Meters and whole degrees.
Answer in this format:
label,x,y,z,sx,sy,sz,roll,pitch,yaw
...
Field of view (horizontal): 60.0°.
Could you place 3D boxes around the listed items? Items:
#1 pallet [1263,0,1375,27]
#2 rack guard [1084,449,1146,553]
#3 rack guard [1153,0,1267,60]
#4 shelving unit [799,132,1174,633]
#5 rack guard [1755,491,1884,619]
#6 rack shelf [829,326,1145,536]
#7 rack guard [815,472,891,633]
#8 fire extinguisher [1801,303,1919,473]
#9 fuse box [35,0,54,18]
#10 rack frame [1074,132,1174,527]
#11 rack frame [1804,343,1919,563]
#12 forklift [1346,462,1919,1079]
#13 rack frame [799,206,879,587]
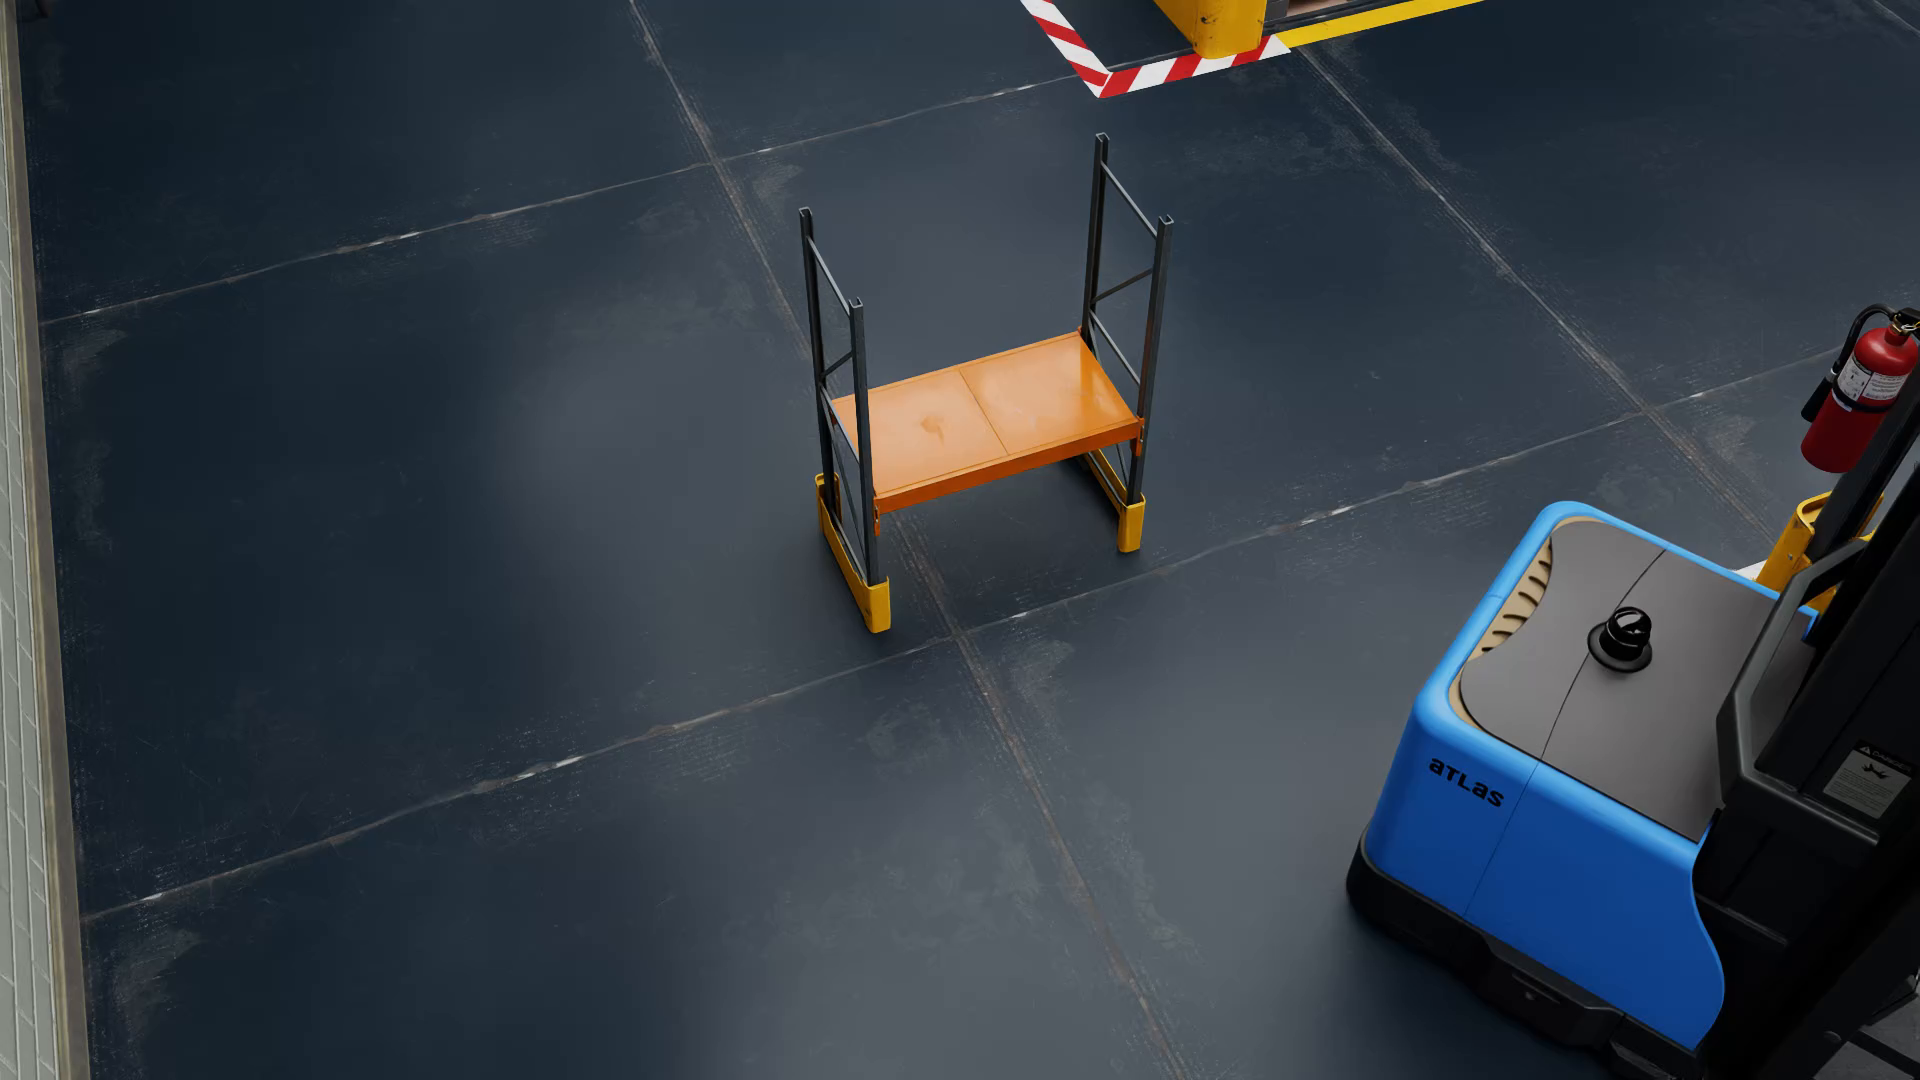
label,x,y,z,sx,sy,sz,roll,pitch,yaw
pallet,1.891,-3.206,8.864,1.213,0.211,1.003,-17,52,-14
rack guard,0.532,-0.246,6.297,0.087,0.250,0.587,-17,52,-14
rack guard,1.158,-3.009,8.505,0.348,0.500,1.175,-17,52,-14
shelving unit,0.071,-0.511,5.700,1.083,1.500,0.587,-17,52,-14
rack guard,3.216,0.410,5.568,0.348,0.500,1.175,-17,52,-14
rack shelf,0.079,-0.396,5.838,1.000,0.185,0.538,-17,52,-14
rack guard,-0.390,0.040,6.051,0.087,0.250,0.587,-17,52,-14
fire extinguisher,2.737,-0.488,4.989,0.183,0.674,0.296,-17,52,-14
fuse box,-4.691,-3.294,7.951,0.414,1.711,0.539,-17,52,-14
rack frame,0.550,-0.659,5.827,0.032,1.500,0.500,-17,52,-14
rack frame,3.145,-0.383,4.601,0.127,3.000,1.000,-17,52,-14
forklift,2.702,0.558,3.839,3.031,2.935,1.130,29,55,23
rack frame,-0.392,-0.367,5.577,0.032,1.500,0.500,-17,52,-14
